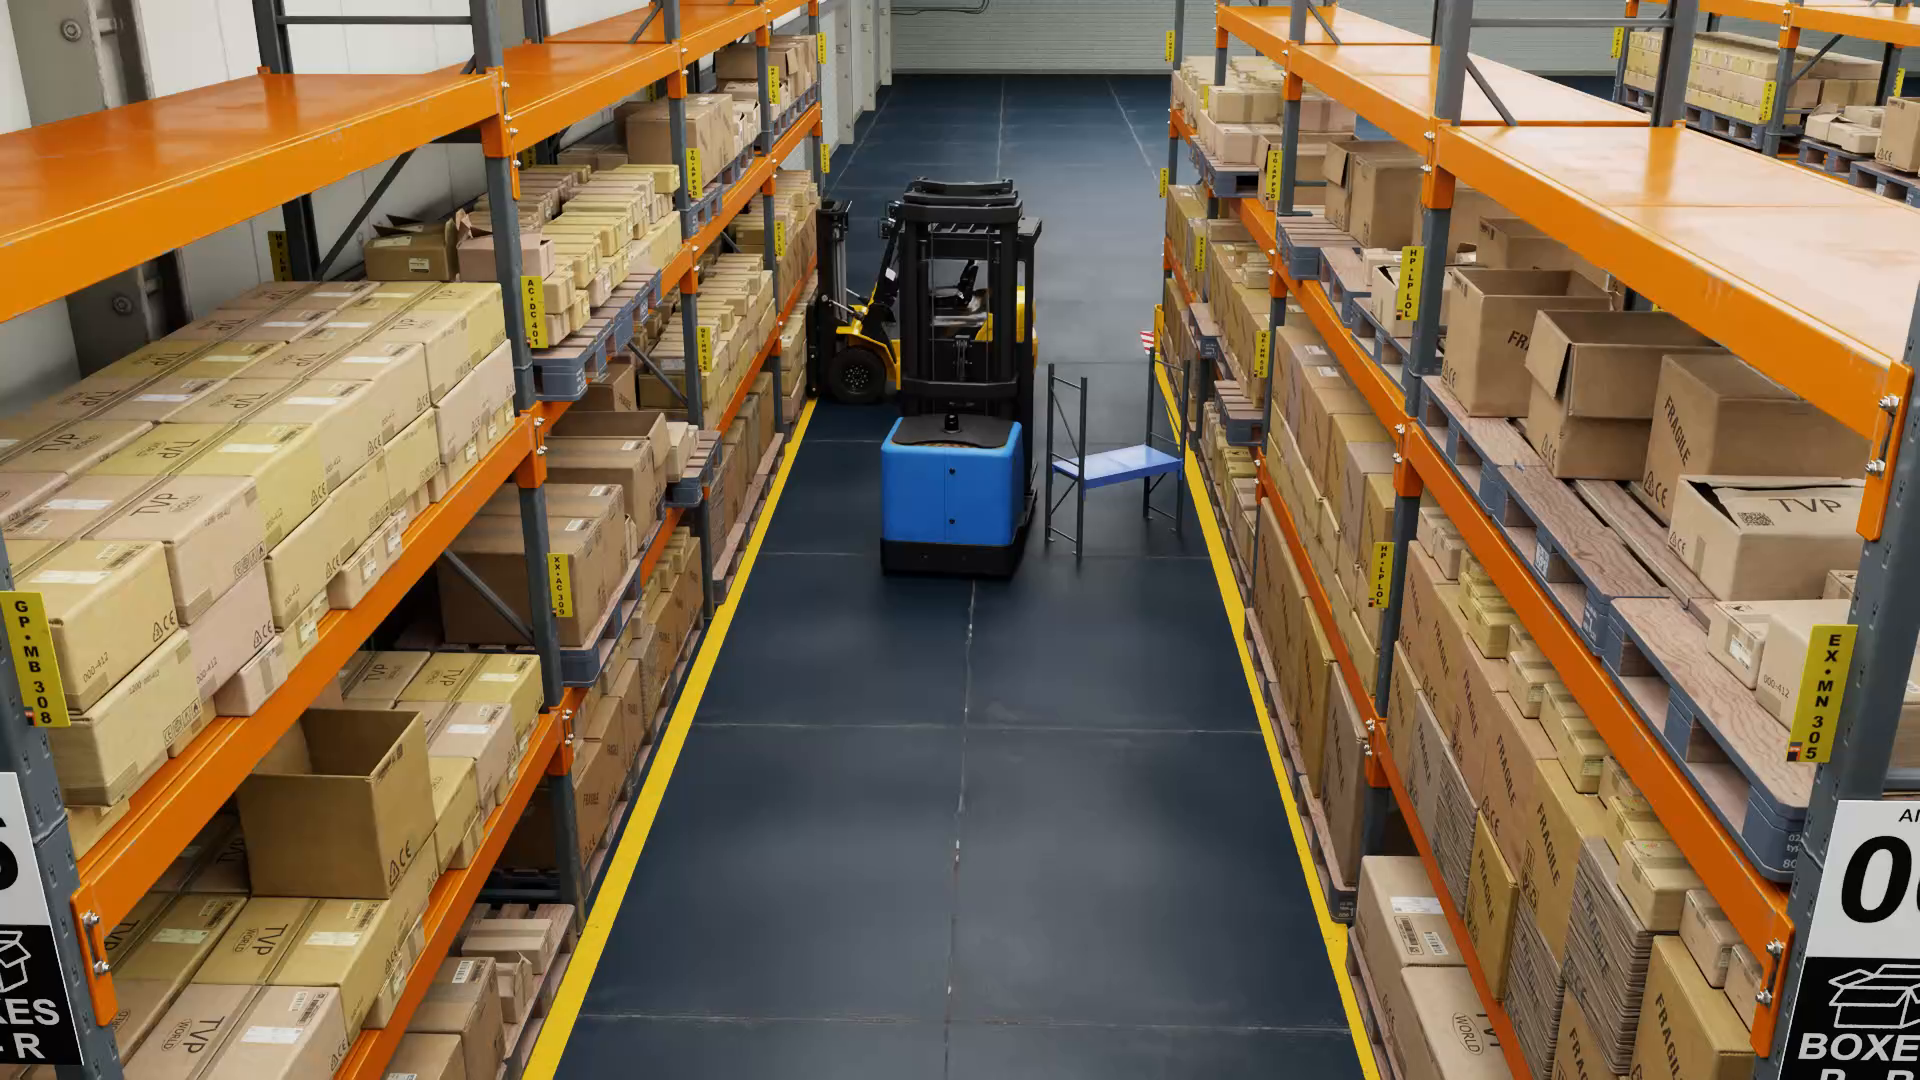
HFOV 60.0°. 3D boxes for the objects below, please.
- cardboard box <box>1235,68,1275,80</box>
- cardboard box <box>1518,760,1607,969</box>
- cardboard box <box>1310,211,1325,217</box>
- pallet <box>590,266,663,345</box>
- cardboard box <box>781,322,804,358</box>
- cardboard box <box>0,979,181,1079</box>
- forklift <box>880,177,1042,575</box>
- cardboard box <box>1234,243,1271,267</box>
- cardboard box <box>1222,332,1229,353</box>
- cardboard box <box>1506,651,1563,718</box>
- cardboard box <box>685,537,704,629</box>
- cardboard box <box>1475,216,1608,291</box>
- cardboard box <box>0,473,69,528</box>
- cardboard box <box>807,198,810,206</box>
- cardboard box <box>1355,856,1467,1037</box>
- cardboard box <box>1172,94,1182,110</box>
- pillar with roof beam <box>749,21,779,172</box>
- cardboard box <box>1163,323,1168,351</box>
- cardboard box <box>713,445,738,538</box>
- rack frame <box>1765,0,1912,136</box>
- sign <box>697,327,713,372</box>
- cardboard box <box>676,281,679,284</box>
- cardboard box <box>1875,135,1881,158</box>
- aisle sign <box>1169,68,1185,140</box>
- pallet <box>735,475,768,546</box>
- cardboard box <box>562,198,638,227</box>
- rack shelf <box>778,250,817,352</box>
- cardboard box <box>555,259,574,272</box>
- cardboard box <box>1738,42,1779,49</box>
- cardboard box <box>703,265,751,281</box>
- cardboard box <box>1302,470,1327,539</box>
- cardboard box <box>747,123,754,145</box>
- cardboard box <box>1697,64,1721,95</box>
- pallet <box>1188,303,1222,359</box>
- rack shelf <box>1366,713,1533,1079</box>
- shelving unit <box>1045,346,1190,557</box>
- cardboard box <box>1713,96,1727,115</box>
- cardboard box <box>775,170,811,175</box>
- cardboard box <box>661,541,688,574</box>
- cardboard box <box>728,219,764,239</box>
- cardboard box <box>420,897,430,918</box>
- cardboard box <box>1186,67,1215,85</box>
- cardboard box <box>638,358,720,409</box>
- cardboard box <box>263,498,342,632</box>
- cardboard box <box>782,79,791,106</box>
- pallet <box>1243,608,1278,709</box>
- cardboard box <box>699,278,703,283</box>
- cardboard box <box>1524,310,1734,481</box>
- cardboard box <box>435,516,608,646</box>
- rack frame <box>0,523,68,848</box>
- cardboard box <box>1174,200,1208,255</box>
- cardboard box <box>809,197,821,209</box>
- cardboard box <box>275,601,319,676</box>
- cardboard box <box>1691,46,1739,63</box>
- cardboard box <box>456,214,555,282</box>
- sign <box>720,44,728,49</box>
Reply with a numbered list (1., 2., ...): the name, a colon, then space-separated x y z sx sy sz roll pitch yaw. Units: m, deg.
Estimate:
1. cardboard box: 3.017 -4.737 16.983 0.380 0.149 0.250 0 21 0
2. cardboard box: 2.171 1.059 5.427 0.500 0.500 0.500 1 21 1
3. cardboard box: 2.432 -2.174 11.478 0.380 0.149 0.250 1 21 2
4. pallet: -2.332 -1.304 9.150 1.213 0.211 1.003 1 21 2
5. cardboard box: -1.853 -2.012 16.699 0.500 0.250 0.500 1 21 2
6. cardboard box: -2.807 1.639 5.248 0.500 0.250 0.500 1 21 2
7. forklift: 0.084 -1.591 13.870 1.130 2.935 3.031 3 21 7
8. cardboard box: 2.456 -2.346 13.695 0.380 0.149 0.250 2 21 5
9. cardboard box: 2.354 -1.634 13.653 0.380 0.149 0.250 1 21 4
10. cardboard box: 2.177 0.517 5.927 0.380 0.149 0.250 1 21 2
11. cardboard box: -2.127 0.295 11.789 0.500 0.500 0.500 1 21 3
12. cardboard box: 2.828 -1.286 8.125 0.500 0.500 0.500 0 21 1
13. cardboard box: -2.821 0.011 4.606 0.500 0.250 0.500 0 21 0
14. cardboard box: -1.863 -3.757 18.323 0.380 0.149 0.250 1 21 3
15. cardboard box: 2.385 1.895 7.754 0.875 0.438 0.875 0 21 1
16. cardboard box: 2.541 -4.834 18.334 0.380 0.149 0.250 1 21 2
17. pillar with roof beam: 1.478 -8.399 23.029 9.100 9.000 0.400 1 21 2
18. cardboard box: 2.575 -2.294 18.808 0.500 0.250 0.500 0 21 1
19. cardboard box: -2.284 -0.380 13.357 0.875 0.625 0.625 1 21 3
20. rack frame: 7.705 -5.001 14.272 1.000 3.000 0.127 1 21 2
21. sign: -1.786 -1.330 11.612 0.100 0.325 0.005 1 21 2
22. cardboard box: -2.521 -2.131 14.133 0.380 0.149 0.250 1 21 2
23. cardboard box: 7.436 -3.108 13.007 0.396 0.266 0.258 1 21 2
24. aisle sign: 2.568 -4.906 18.727 0.394 0.787 0.004 1 21 2
25. pallet: -2.225 -0.267 14.218 1.003 0.211 1.213 1 21 2
26. cardboard box: -2.083 -1.886 9.634 0.380 0.149 0.250 1 21 2
27. rack shelf: -2.146 -2.663 17.535 1.077 0.370 4.000 1 21 2
28. cardboard box: -2.066 -1.246 7.957 0.380 0.149 0.250 1 21 3
29. cardboard box: 8.117 -4.961 16.841 0.380 0.149 0.250 0 21 1
30. cardboard box: -2.046 -2.317 14.613 0.380 0.149 0.250 1 21 2
31. cardboard box: 2.297 -0.209 9.730 0.500 0.250 0.500 1 21 3
32. cardboard box: -1.937 -3.398 13.916 0.380 0.149 0.250 1 21 1
33. cardboard box: 7.496 -4.458 16.097 0.500 0.250 0.500 0 21 1
34. pallet: 2.586 -1.858 14.730 1.003 0.211 1.213 1 21 2
35. rack shelf: 2.450 1.729 6.215 1.077 0.370 4.000 1 21 2
36. shelving unit: 1.284 -0.738 13.652 1.048 1.500 0.538 -12 24 -29
37. cardboard box: 7.418 -4.140 15.828 0.380 0.149 0.250 1 21 2
38. cardboard box: -1.886 -4.078 18.739 0.380 0.149 0.250 1 21 2
39. cardboard box: -2.068 0.118 11.350 0.380 0.149 0.250 0 21 -1
40. cardboard box: -2.001 -2.971 15.887 0.380 0.149 0.250 1 21 2
41. cardboard box: -2.273 1.410 6.390 0.380 0.149 0.250 1 21 1
42. cardboard box: 2.517 -4.740 16.991 0.380 0.149 0.250 1 21 3
43. cardboard box: -2.046 -1.150 12.156 0.500 0.250 0.500 1 21 2
44. cardboard box: -2.263 0.070 5.146 0.500 0.250 0.500 0 21 0
45. cardboard box: -1.859 -4.387 16.303 0.396 0.266 0.258 0 21 0
46. pallet: 2.533 0.808 11.448 1.003 0.211 1.213 1 21 2
47. cardboard box: -2.479 -2.258 15.012 0.500 0.250 0.500 0 21 1
48. cardboard box: 2.502 -0.531 6.036 0.797 0.503 0.637 2 21 6
49. cardboard box: -2.212 0.202 8.436 0.700 0.500 0.500 1 21 3
50. rack frame: -2.572 -0.734 3.273 1.000 3.000 0.127 1 21 2
51. cardboard box: 2.557 -3.314 17.668 0.500 0.500 0.500 0 21 1
52. cardboard box: -1.838 -3.588 18.784 0.500 0.500 0.500 0 21 0
53. cardboard box: -2.212 0.298 5.109 0.380 0.149 0.250 1 21 1
54. cardboard box: 7.443 -4.785 16.387 0.380 0.149 0.250 1 21 2
55. cardboard box: -2.092 -1.344 7.637 0.396 0.266 0.258 0 21 1
56. sign: -2.640 -5.573 18.574 0.100 0.325 0.005 1 21 2
